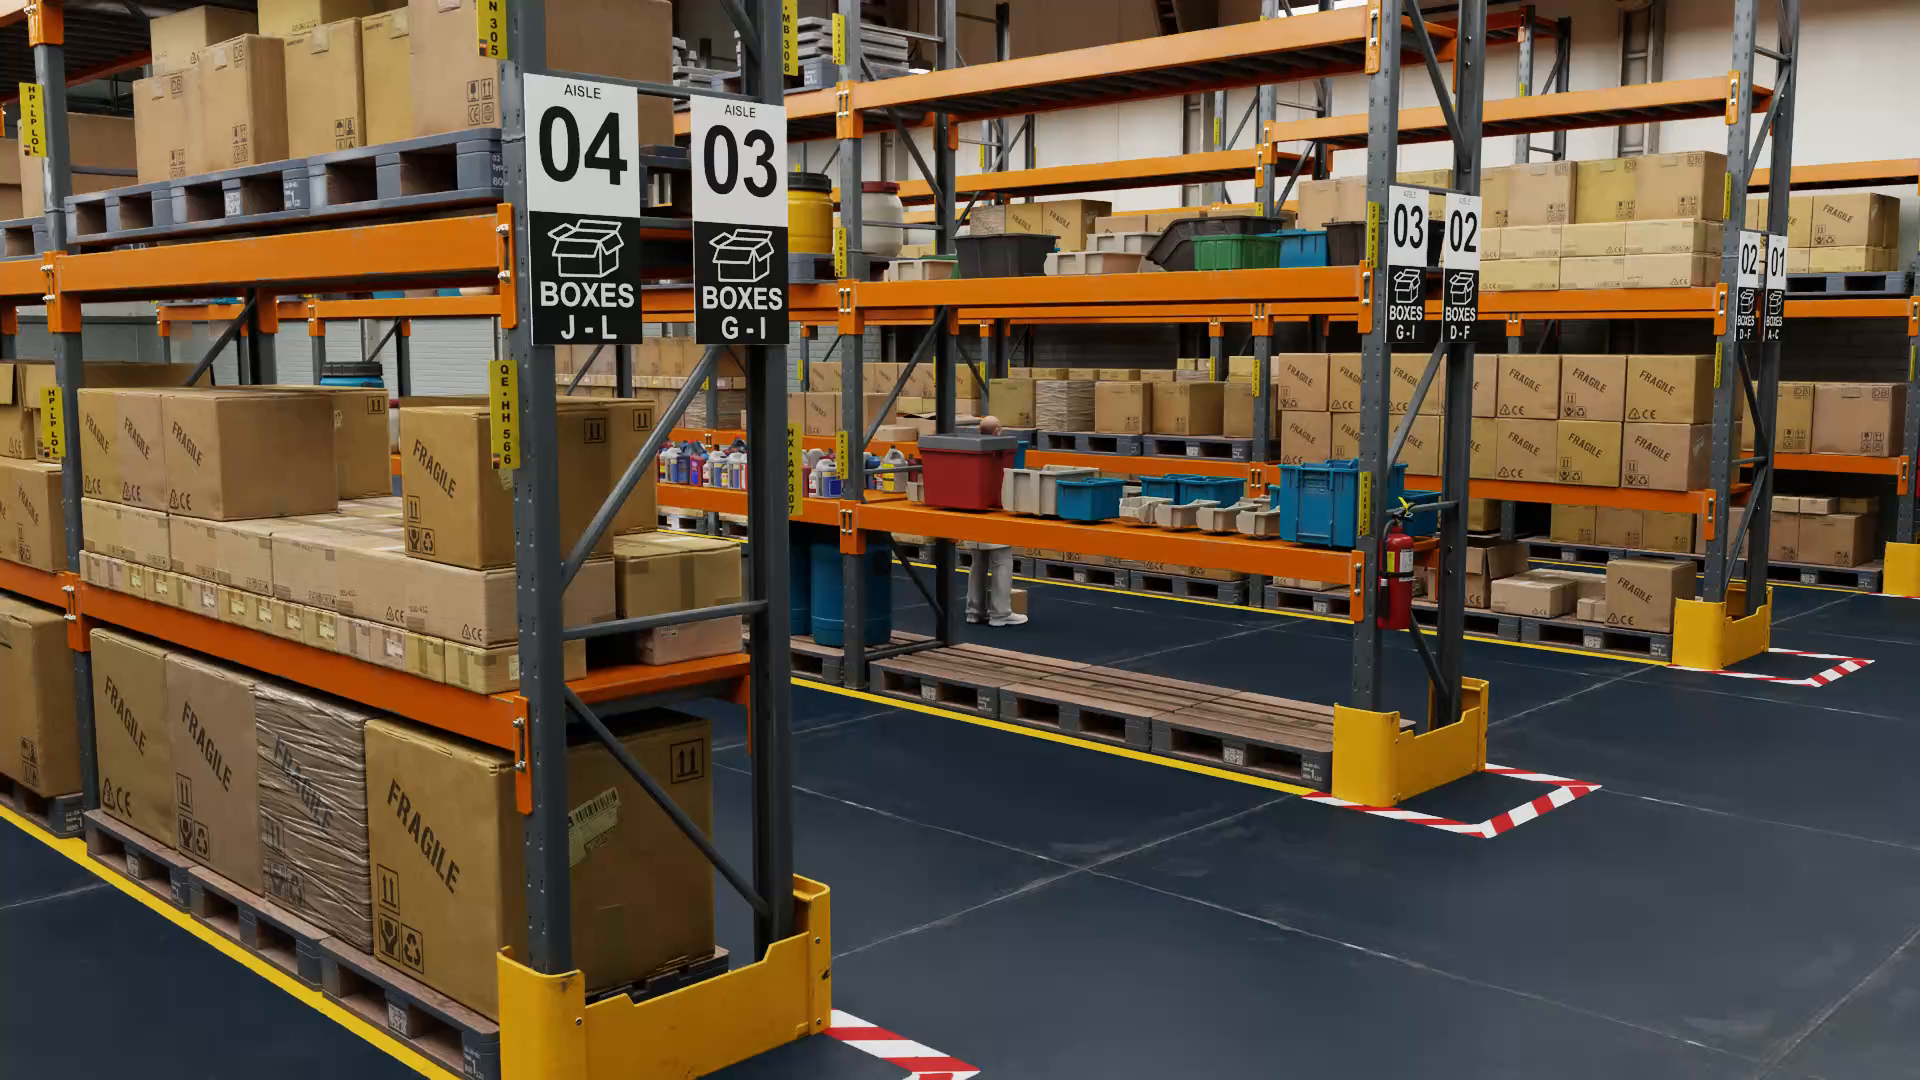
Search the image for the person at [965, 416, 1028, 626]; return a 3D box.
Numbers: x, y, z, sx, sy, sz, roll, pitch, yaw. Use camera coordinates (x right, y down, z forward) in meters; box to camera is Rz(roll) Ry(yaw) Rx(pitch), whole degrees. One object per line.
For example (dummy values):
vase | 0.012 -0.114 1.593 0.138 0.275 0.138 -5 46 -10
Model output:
person | 0.244 -0.171 14.229 0.656 1.774 0.416 6 9 42
